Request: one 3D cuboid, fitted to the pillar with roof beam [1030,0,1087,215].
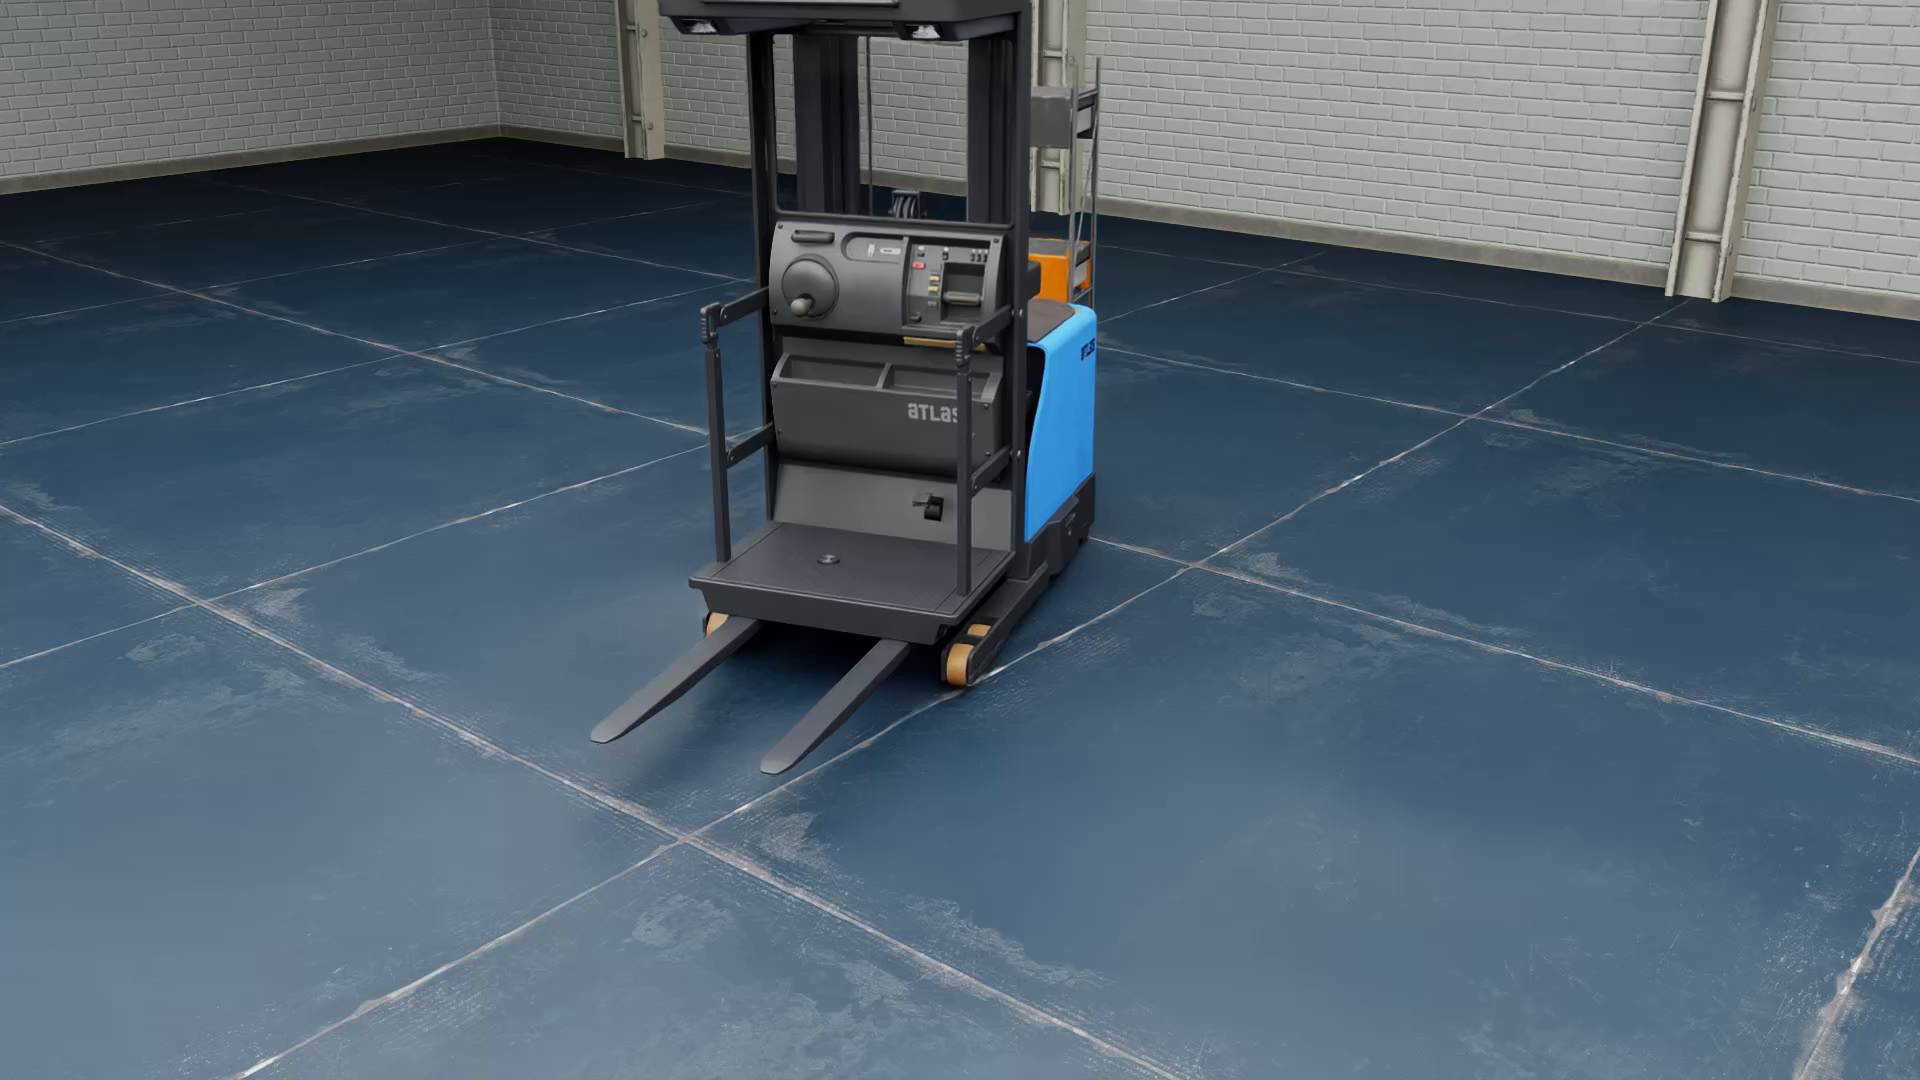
[{"bbox_3d":[-1.792,-6.222,11.414,0.400,9.000,9.100,16,26,36],"label":"pillar with roof beam"}]

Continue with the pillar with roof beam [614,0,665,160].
[{"bbox_3d":[-6.441,-7.560,14.963,0.400,9.000,9.100,16,26,36],"label":"pillar with roof beam"}]

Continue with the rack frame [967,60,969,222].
[{"bbox_3d":[0.105,-1.196,7.865,0.015,2.100,0.400,7,22,19],"label":"rack frame"}]

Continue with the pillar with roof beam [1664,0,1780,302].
[{"bbox_3d":[2.856,-4.883,7.864,0.400,9.000,9.100,16,26,36],"label":"pillar with roof beam"}]

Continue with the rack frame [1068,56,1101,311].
[{"bbox_3d":[0.563,-1.137,7.709,0.015,2.100,0.400,7,22,19],"label":"rack frame"}]

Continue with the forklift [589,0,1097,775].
[{"bbox_3d":[-0.359,-0.984,6.123,1.130,2.935,3.031,7,22,19],"label":"forklift"}]

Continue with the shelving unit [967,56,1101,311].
[{"bbox_3d":[0.334,-1.167,7.787,0.503,2.100,0.431,7,22,19],"label":"shelving unit"}]

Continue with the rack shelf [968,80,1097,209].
[{"bbox_3d":[0.334,-1.809,7.545,0.480,0.518,0.431,7,22,19],"label":"rack shelf"}]

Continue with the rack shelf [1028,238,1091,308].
[{"bbox_3d":[0.334,-1.154,7.792,0.480,0.518,0.431,7,22,19],"label":"rack shelf"}]
